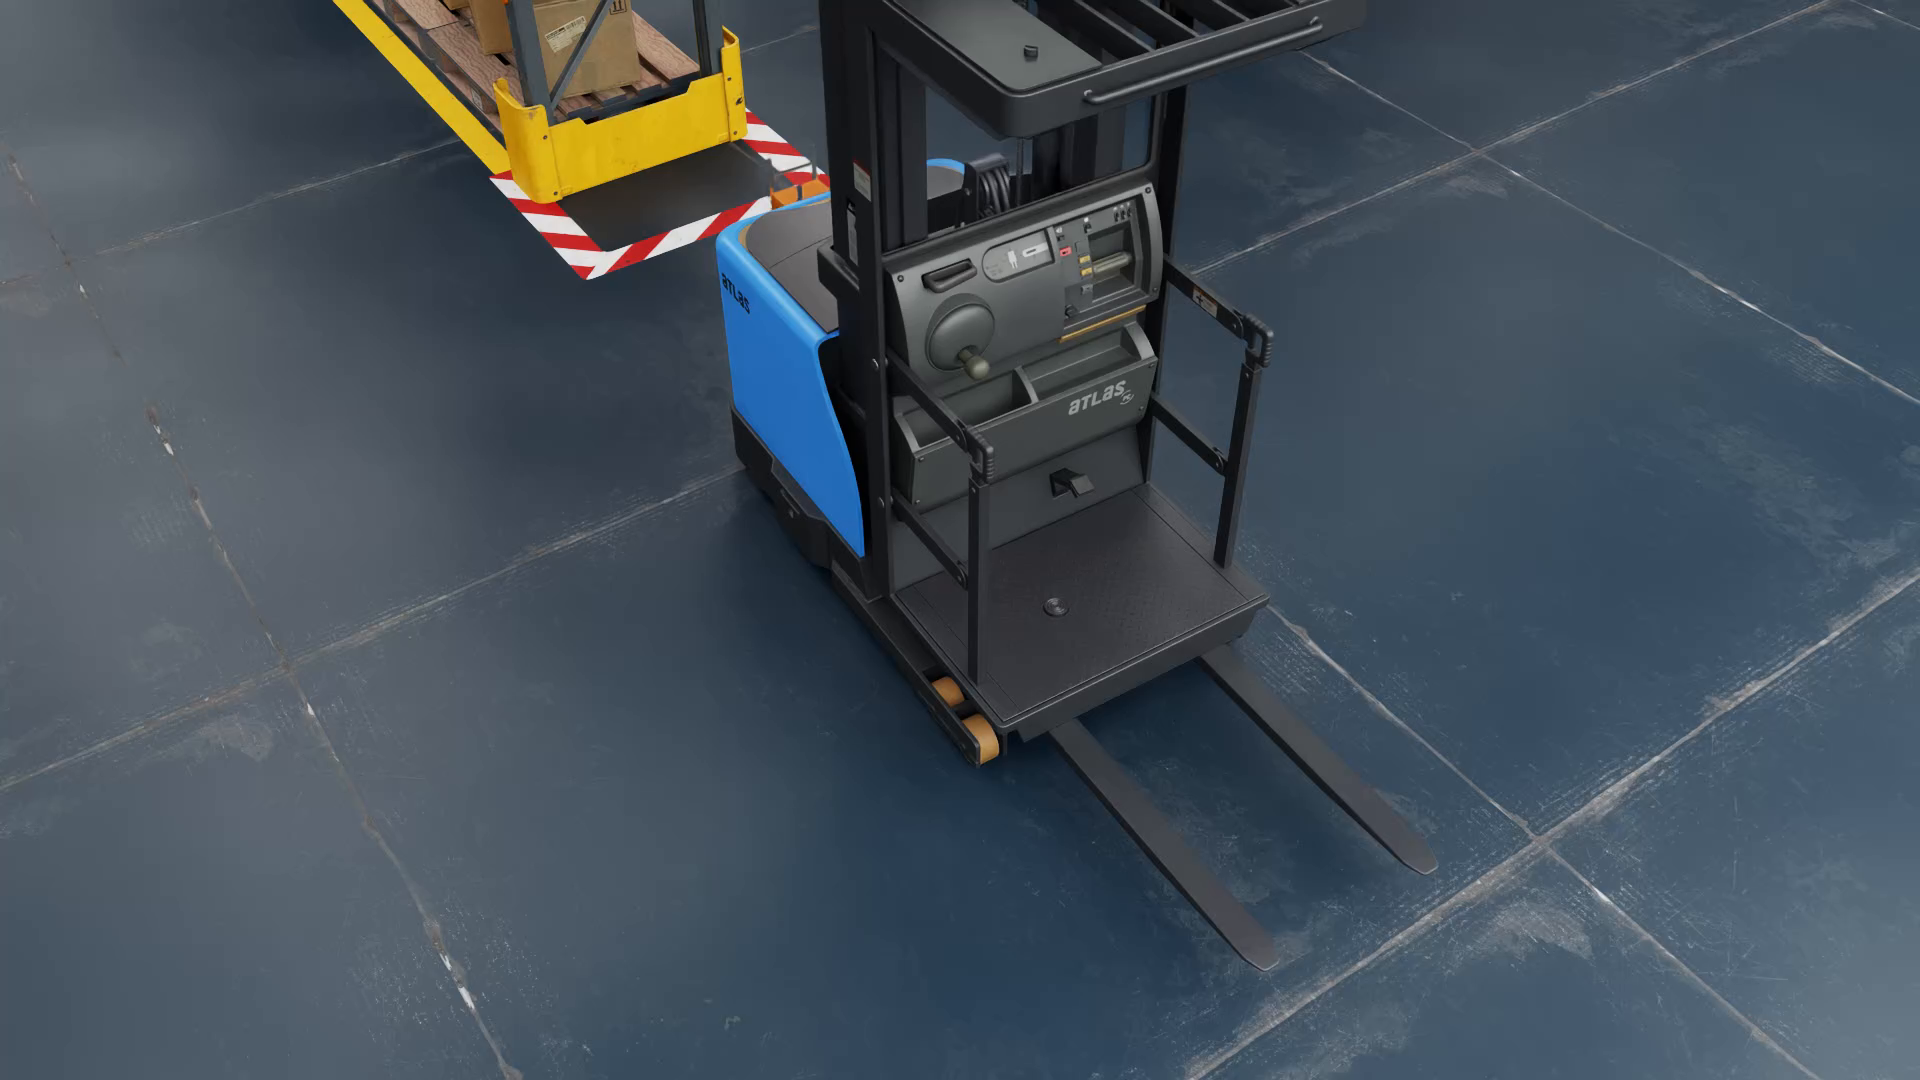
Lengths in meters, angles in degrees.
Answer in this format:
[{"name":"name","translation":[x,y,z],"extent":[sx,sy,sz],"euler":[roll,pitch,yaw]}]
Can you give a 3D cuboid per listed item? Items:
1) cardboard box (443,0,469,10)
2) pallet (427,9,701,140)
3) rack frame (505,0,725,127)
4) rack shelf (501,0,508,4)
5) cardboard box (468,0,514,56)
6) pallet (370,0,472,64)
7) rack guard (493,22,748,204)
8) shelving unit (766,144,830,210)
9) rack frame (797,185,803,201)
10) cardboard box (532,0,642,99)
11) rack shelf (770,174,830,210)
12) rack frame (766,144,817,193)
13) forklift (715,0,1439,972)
[{"name":"cardboard box","translation":[-2.638,-3.250,8.988],"extent":[0.500,0.500,0.500],"euler":[-21,48,-21]},{"name":"pallet","translation":[-2.061,-2.464,8.678],"extent":[1.003,0.211,1.213],"euler":[-26,49,-24]},{"name":"rack frame","translation":[-1.582,-2.955,7.173],"extent":[1.000,3.000,0.127],"euler":[-26,49,-24]},{"name":"rack shelf","translation":[-2.726,-3.828,8.608],"extent":[1.077,0.370,4.000],"euler":[-26,49,-24]},{"name":"cardboard box","translation":[-2.295,-2.888,8.609],"extent":[0.500,0.500,0.500],"euler":[-14,45,-14]},{"name":"pallet","translation":[-2.755,-3.154,9.401],"extent":[1.003,0.211,1.213],"euler":[-26,49,-24]},{"name":"rack guard","translation":[-1.625,-2.094,8.081],"extent":[1.175,0.500,0.348],"euler":[-26,49,-24]},{"name":"shelving unit","translation":[-0.560,-0.999,6.527],"extent":[0.215,1.050,0.252],"euler":[-23,45,-22]},{"name":"rack frame","translation":[-0.496,-0.932,6.448],"extent":[0.200,1.050,0.008],"euler":[-23,45,-22]},{"name":"cardboard box","translation":[-1.925,-2.563,8.269],"extent":[0.500,0.500,0.500],"euler":[-17,46,-17]},{"name":"rack shelf","translation":[-0.567,-1.204,6.347],"extent":[0.215,0.259,0.240],"euler":[-23,45,-22]},{"name":"rack frame","translation":[-0.624,-1.065,6.606],"extent":[0.200,1.050,0.008],"euler":[-23,45,-22]},{"name":"forklift","translation":[0.331,-0.696,4.857],"extent":[1.130,2.935,3.031],"euler":[-23,48,-23]}]
